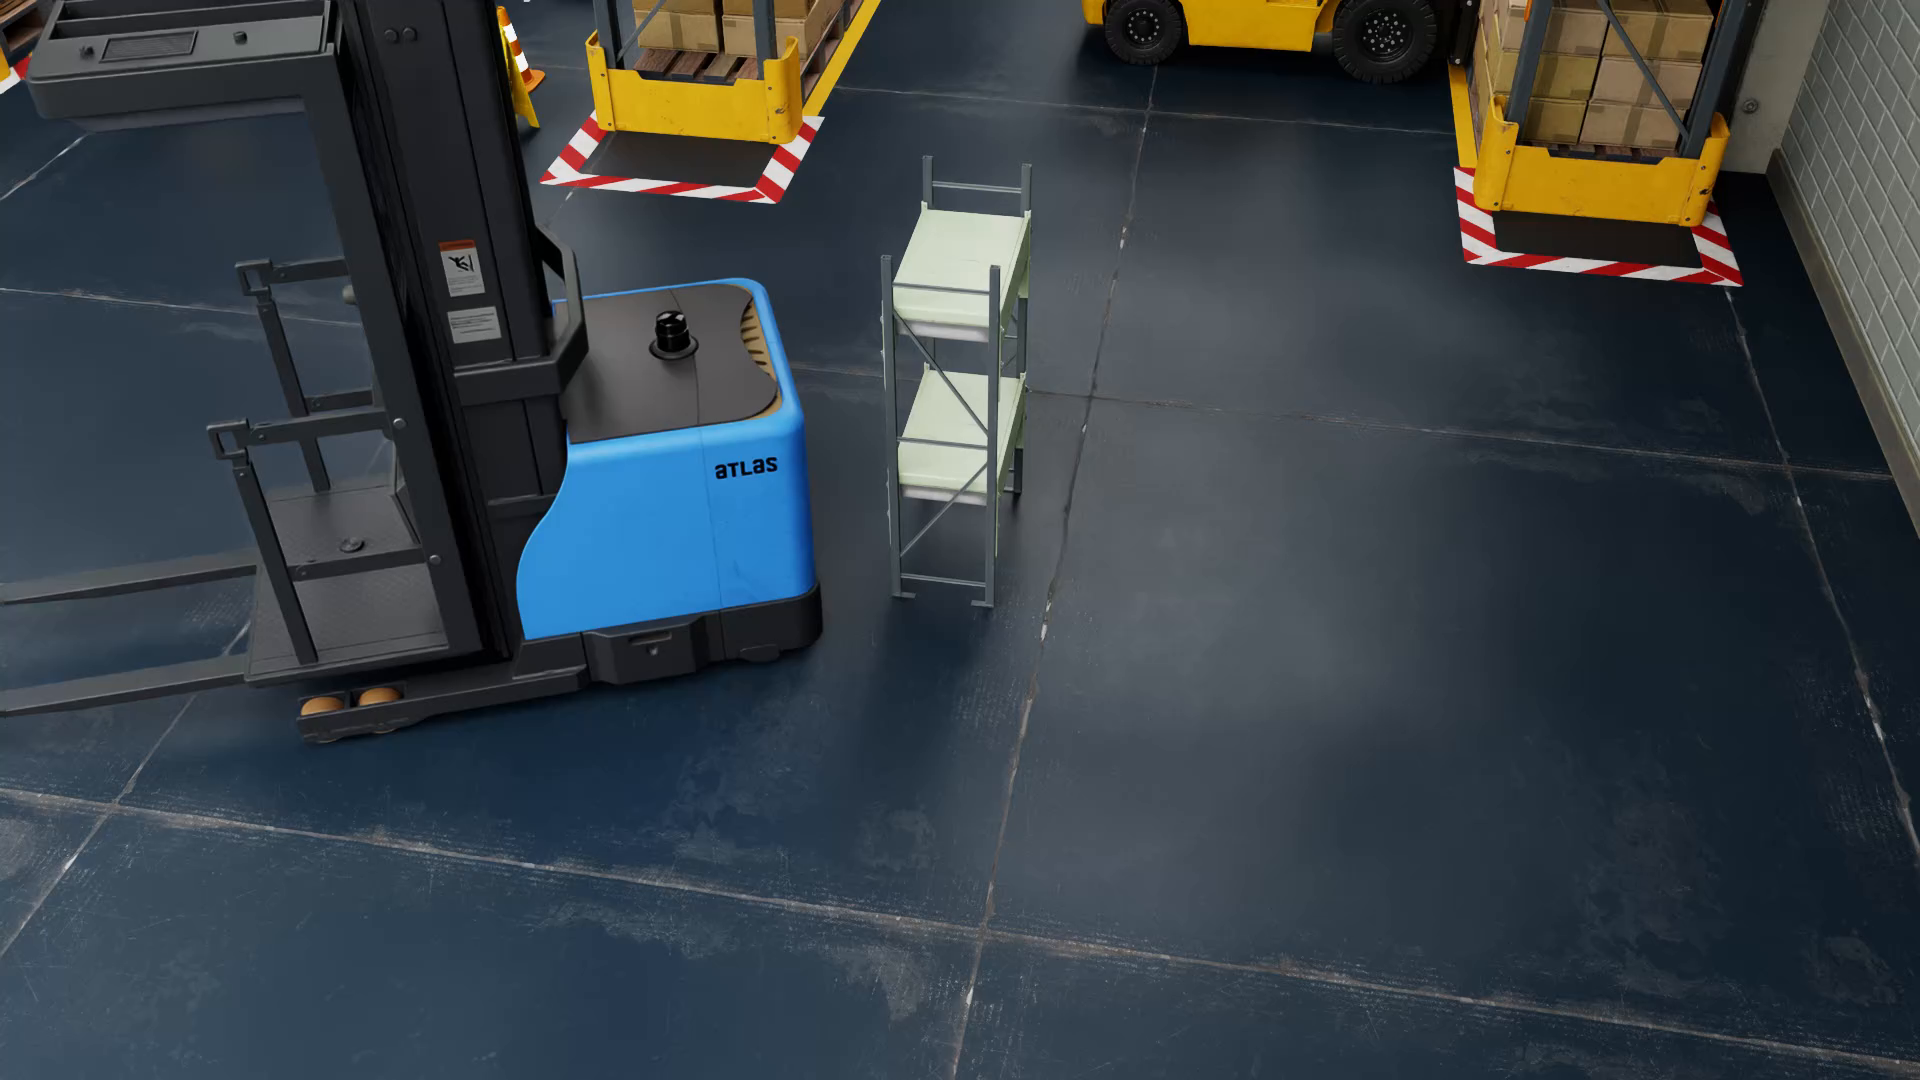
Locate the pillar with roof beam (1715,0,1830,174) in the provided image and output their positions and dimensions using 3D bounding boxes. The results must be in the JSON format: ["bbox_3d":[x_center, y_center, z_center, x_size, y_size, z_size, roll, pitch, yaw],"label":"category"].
[{"bbox_3d":[0.135,-6.108,7.076,9.100,9.000,0.400,6,40,8],"label":"pillar with roof beam"}]

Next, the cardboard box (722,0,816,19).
[{"bbox_3d":[-1.107,-3.411,9.761,0.500,0.500,0.500,5,40,6],"label":"cardboard box"}]

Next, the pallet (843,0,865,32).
[{"bbox_3d":[-1.120,-3.771,11.146,1.003,0.211,1.213,6,40,8],"label":"pallet"}]

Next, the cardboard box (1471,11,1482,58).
[{"bbox_3d":[3.328,-3.040,9.901,0.500,0.250,0.500,7,40,8],"label":"cardboard box"}]

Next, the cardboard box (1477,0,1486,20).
[{"bbox_3d":[3.310,-3.258,9.773,0.500,0.250,0.500,6,40,7],"label":"cardboard box"}]

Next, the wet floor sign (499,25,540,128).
[{"bbox_3d":[-2.609,-2.620,9.413,0.267,0.644,0.232,20,44,23],"label":"wet floor sign"}]

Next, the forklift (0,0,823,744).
[{"bbox_3d":[-2.087,-0.785,5.400,3.031,2.935,1.130,-9,40,-11],"label":"forklift"}]

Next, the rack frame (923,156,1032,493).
[{"bbox_3d":[0.062,-0.804,6.545,0.400,1.500,0.023,6,40,8],"label":"rack frame"}]

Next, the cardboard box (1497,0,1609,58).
[{"bbox_3d":[3.140,-2.795,8.820,0.500,0.250,0.500,8,40,9],"label":"cardboard box"}]

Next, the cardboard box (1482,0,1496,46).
[{"bbox_3d":[3.241,-2.932,9.378,0.500,0.250,0.500,6,40,7],"label":"cardboard box"}]

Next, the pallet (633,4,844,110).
[{"bbox_3d":[-1.334,-3.008,10.222,1.003,0.211,1.213,6,40,8],"label":"pallet"}]

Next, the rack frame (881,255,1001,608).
[{"bbox_3d":[-0.064,-0.344,5.989,0.400,1.500,0.023,6,40,8],"label":"rack frame"}]

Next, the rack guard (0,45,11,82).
[{"bbox_3d":[-6.419,-3.033,10.026,1.175,0.500,0.348,6,40,8],"label":"rack guard"}]

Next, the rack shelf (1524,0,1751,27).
[{"bbox_3d":[3.713,-3.962,9.752,1.077,0.370,4.000,6,40,8],"label":"rack shelf"}]

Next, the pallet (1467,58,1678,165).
[{"bbox_3d":[3.458,-2.394,9.479,1.003,0.211,1.213,6,40,8],"label":"pallet"}]

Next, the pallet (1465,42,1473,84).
[{"bbox_3d":[3.672,-3.157,10.403,1.003,0.211,1.213,6,40,8],"label":"pallet"}]

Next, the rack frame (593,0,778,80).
[{"bbox_3d":[-1.522,-3.529,8.664,1.000,3.000,0.127,6,40,8],"label":"rack frame"}]

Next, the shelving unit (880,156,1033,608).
[{"bbox_3d":[-0.001,-0.574,6.267,0.431,1.500,0.755,6,40,8],"label":"shelving unit"}]

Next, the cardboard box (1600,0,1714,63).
[{"bbox_3d":[3.637,-2.752,8.768,0.500,0.250,0.500,6,40,7],"label":"cardboard box"}]

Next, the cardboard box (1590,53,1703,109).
[{"bbox_3d":[3.653,-2.551,8.917,0.500,0.250,0.500,7,40,8],"label":"cardboard box"}]

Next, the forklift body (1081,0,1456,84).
[{"bbox_3d":[1.899,-4.048,9.958,2.313,2.155,1.214,6,40,8],"label":"forklift body"}]

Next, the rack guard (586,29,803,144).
[{"bbox_3d":[-1.509,-2.613,9.518,1.175,0.500,0.348,6,40,8],"label":"rack guard"}]

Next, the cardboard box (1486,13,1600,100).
[{"bbox_3d":[3.144,-2.619,8.999,0.500,0.250,0.500,6,40,7],"label":"cardboard box"}]

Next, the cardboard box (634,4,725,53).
[{"bbox_3d":[-1.643,-3.183,10.074,0.500,0.250,0.500,6,40,7],"label":"cardboard box"}]

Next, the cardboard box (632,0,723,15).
[{"bbox_3d":[-1.640,-3.452,9.810,0.500,0.500,0.500,7,40,8],"label":"cardboard box"}]

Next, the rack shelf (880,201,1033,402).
[{"bbox_3d":[-0.001,-0.875,6.018,0.431,0.370,0.720,6,40,8],"label":"rack shelf"}]

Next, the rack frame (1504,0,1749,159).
[{"bbox_3d":[3.367,-2.984,8.005,1.000,3.000,0.127,6,40,8],"label":"rack frame"}]

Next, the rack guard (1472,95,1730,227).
[{"bbox_3d":[3.363,-2.005,8.783,1.175,0.500,0.348,6,40,8],"label":"rack guard"}]

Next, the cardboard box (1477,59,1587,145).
[{"bbox_3d":[3.137,-2.416,9.146,0.500,0.250,0.500,7,40,8],"label":"cardboard box"}]

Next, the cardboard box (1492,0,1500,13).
[{"bbox_3d":[3.222,-3.116,9.208,0.500,0.250,0.500,7,40,8],"label":"cardboard box"}]

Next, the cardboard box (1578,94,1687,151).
[{"bbox_3d":[3.645,-2.373,9.094,0.500,0.250,0.500,7,40,8],"label":"cardboard box"}]

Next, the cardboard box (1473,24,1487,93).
[{"bbox_3d":[3.233,-2.727,9.522,0.500,0.250,0.500,6,40,8],"label":"cardboard box"}]

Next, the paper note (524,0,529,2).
[{"bbox_3d":[-2.883,-3.629,11.131,0.032,0.001,0.123,6,40,8],"label":"paper note"}]

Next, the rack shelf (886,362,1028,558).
[{"bbox_3d":[-0.001,-0.323,6.475,0.431,0.370,0.720,6,40,8],"label":"rack shelf"}]

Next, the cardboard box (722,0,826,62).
[{"bbox_3d":[-1.110,-3.107,9.982,0.500,0.250,0.500,6,40,7],"label":"cardboard box"}]

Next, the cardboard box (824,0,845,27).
[{"bbox_3d":[-1.014,-3.426,10.368,0.500,0.250,0.500,8,40,9],"label":"cardboard box"}]

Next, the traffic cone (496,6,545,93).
[{"bbox_3d":[-2.718,-2.963,9.971,0.336,0.463,0.334,6,40,8],"label":"traffic cone"}]
